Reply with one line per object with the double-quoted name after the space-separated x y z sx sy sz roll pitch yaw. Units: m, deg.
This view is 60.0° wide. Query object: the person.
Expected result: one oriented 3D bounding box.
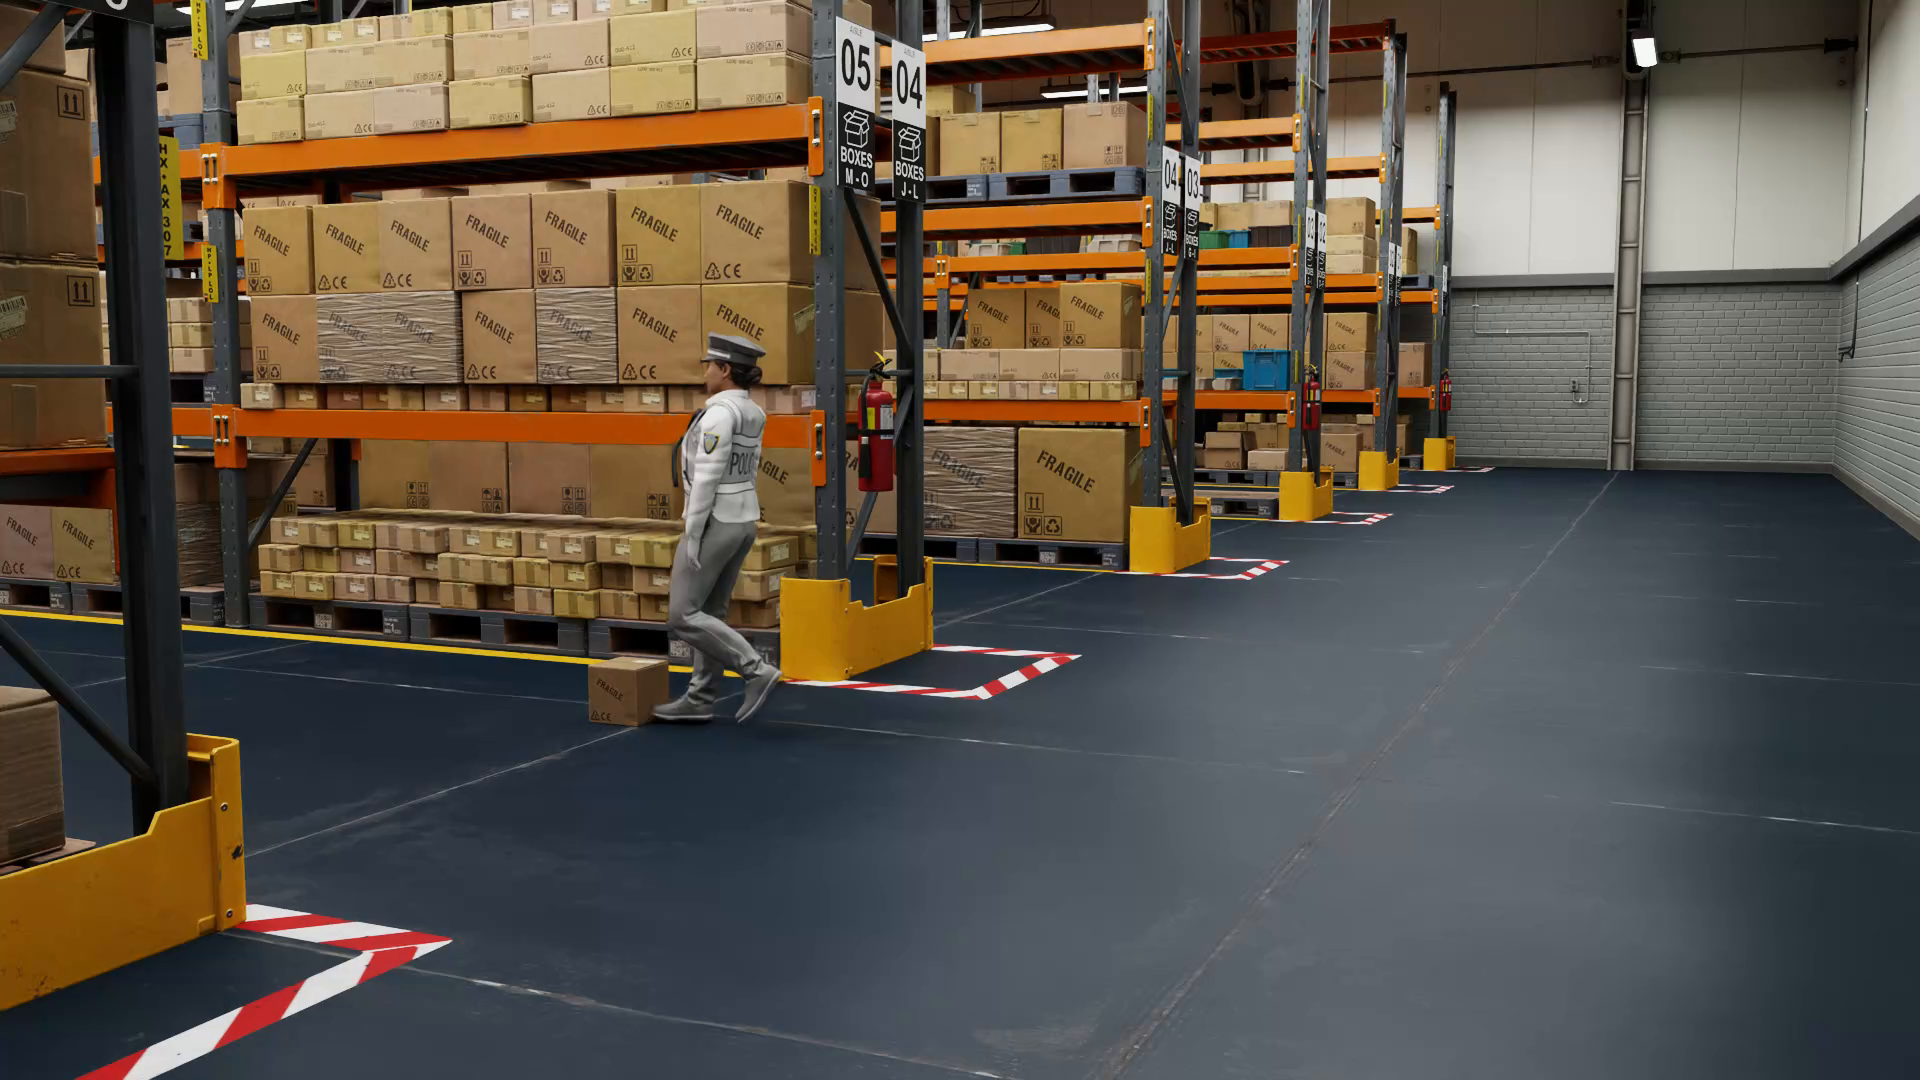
-1.034 -0.040 6.996 0.683 1.666 0.503 2 6 15 "person"
